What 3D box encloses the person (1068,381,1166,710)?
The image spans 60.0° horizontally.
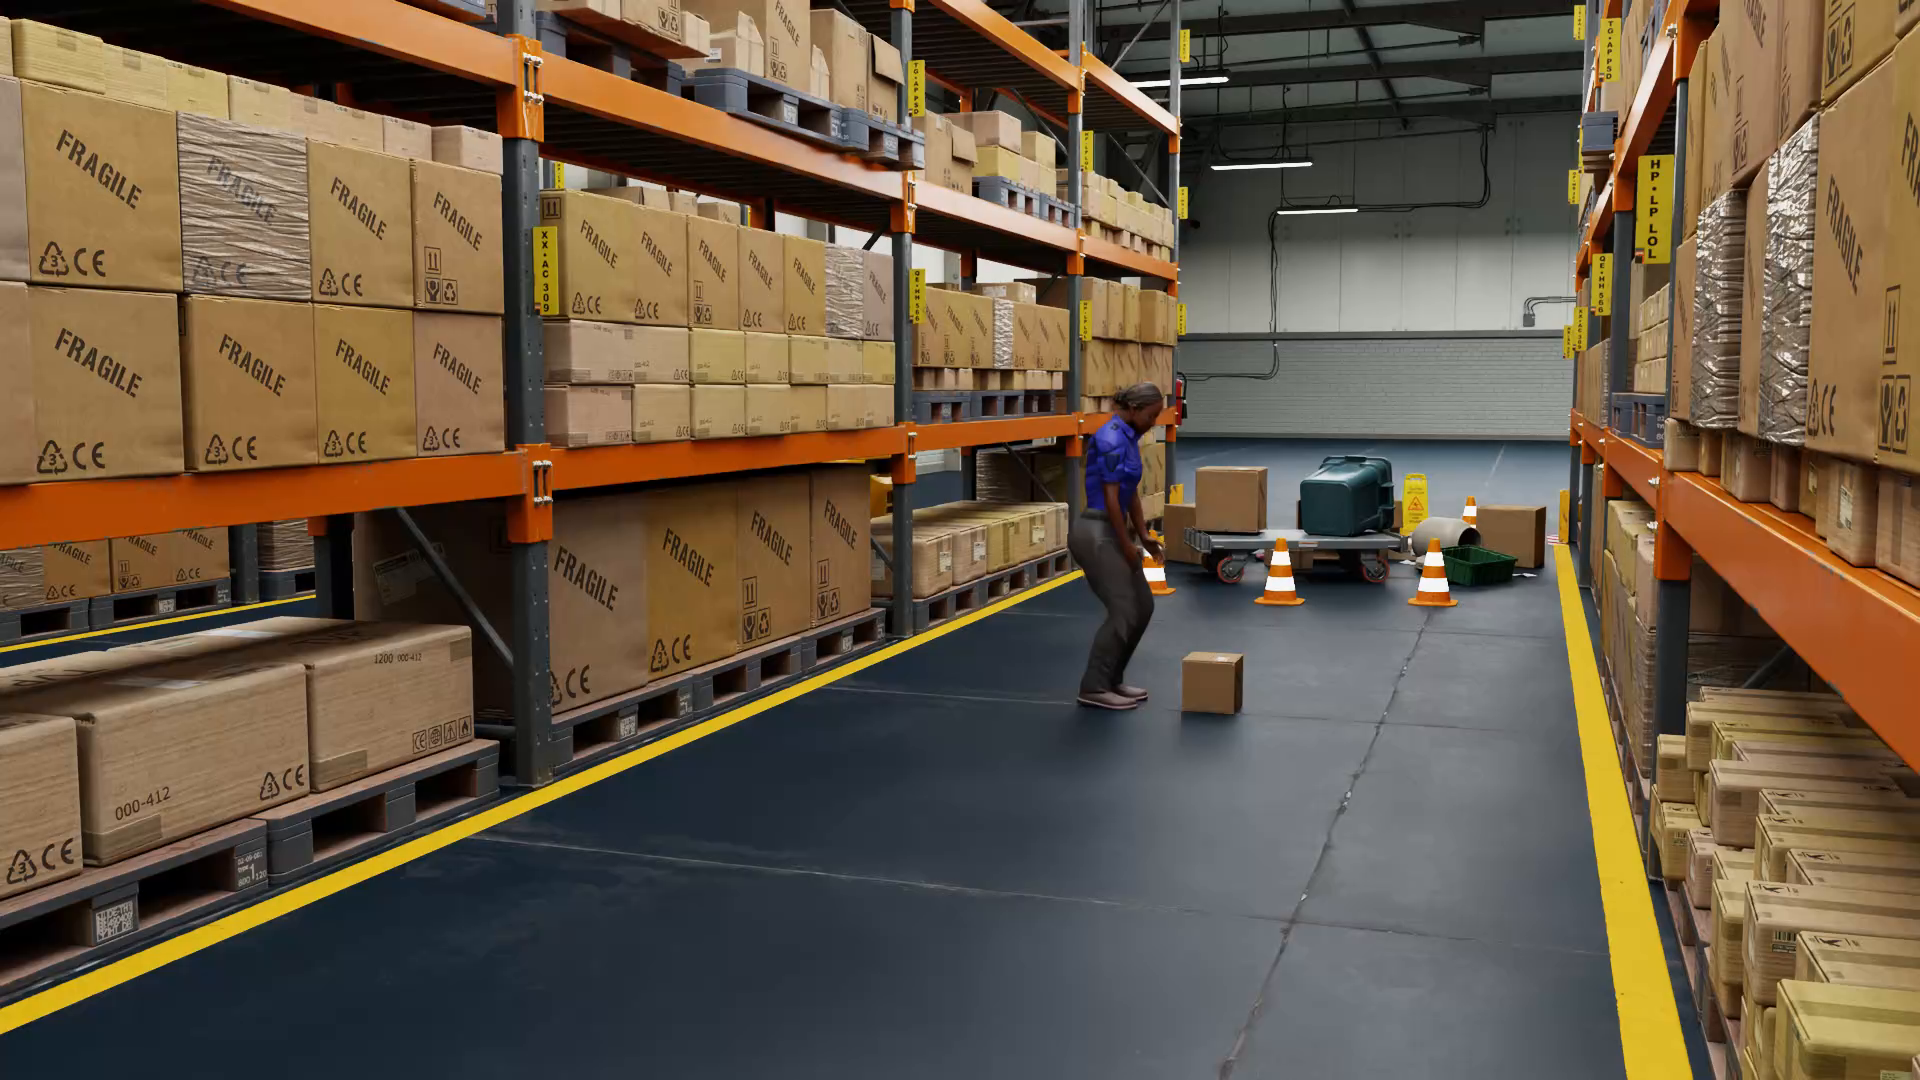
[{"bbox_3d":[0.769,0.018,8.104,0.430,1.575,0.469,2,6,20],"label":"person"}]
